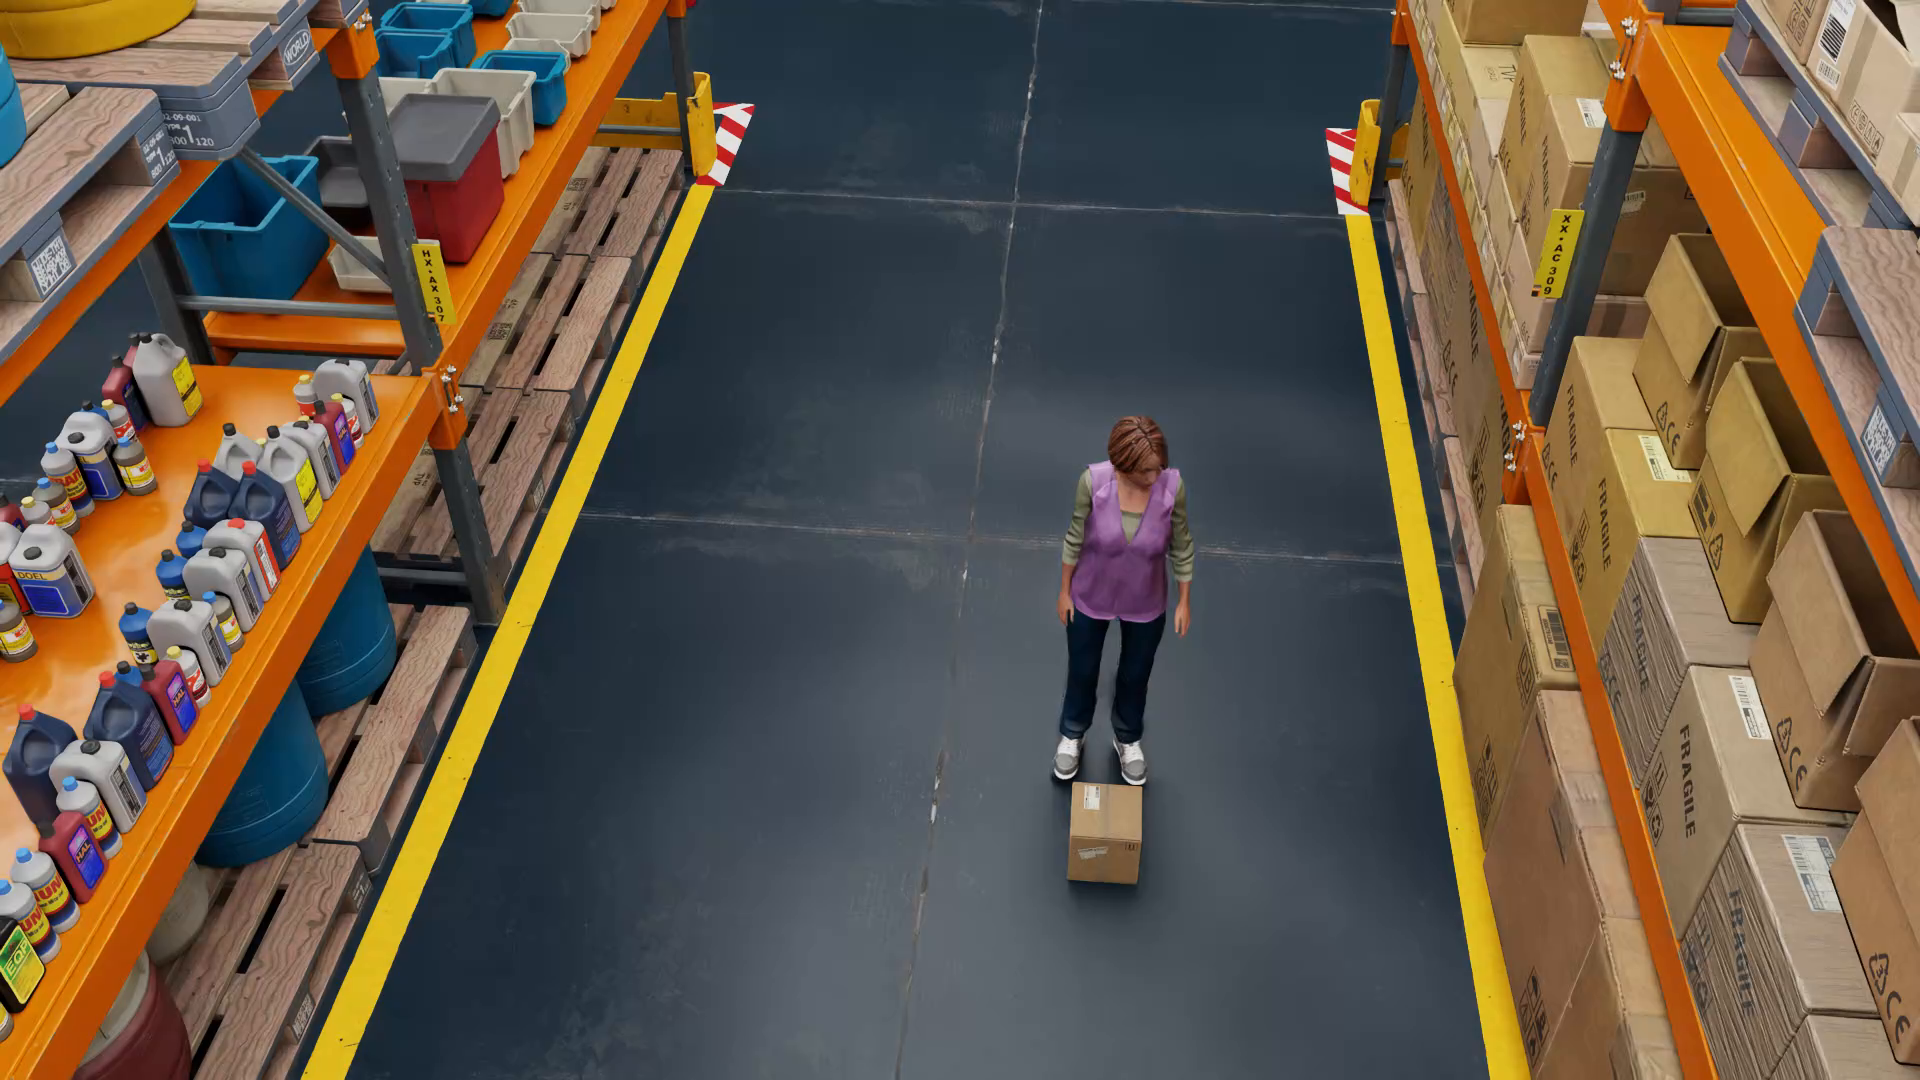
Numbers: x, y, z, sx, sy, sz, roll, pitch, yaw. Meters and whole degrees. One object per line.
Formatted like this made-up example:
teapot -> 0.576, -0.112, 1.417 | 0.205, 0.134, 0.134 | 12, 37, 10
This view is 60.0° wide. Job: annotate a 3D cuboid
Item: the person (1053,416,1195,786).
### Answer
person -> 0.581, 0.224, 5.874 | 0.476, 1.611, 0.318 | 4, 41, 5
